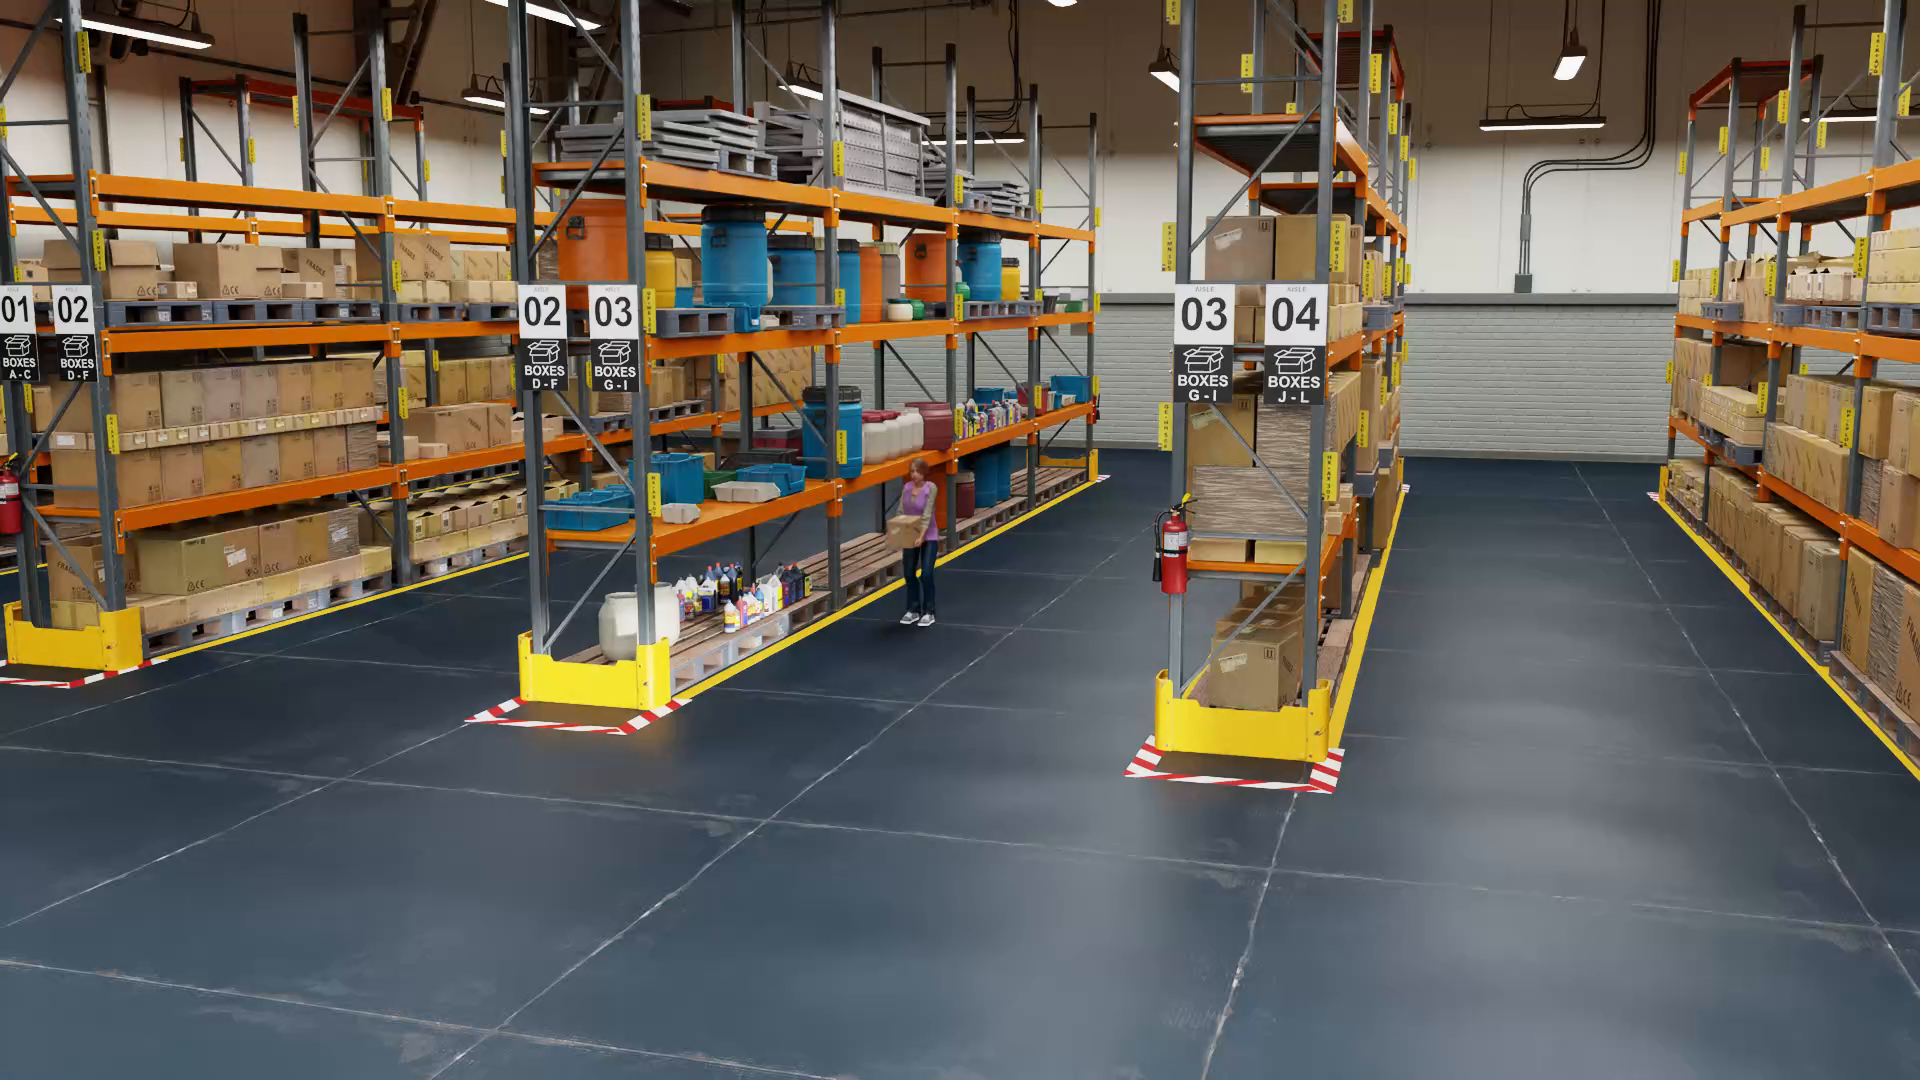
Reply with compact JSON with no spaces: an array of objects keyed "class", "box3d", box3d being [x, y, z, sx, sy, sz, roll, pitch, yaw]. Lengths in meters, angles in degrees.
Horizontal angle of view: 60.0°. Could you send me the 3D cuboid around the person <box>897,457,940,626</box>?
[{"class":"person","box3d":[-0.412,0.020,15.762,0.375,1.599,0.500,4,10,27]}]
